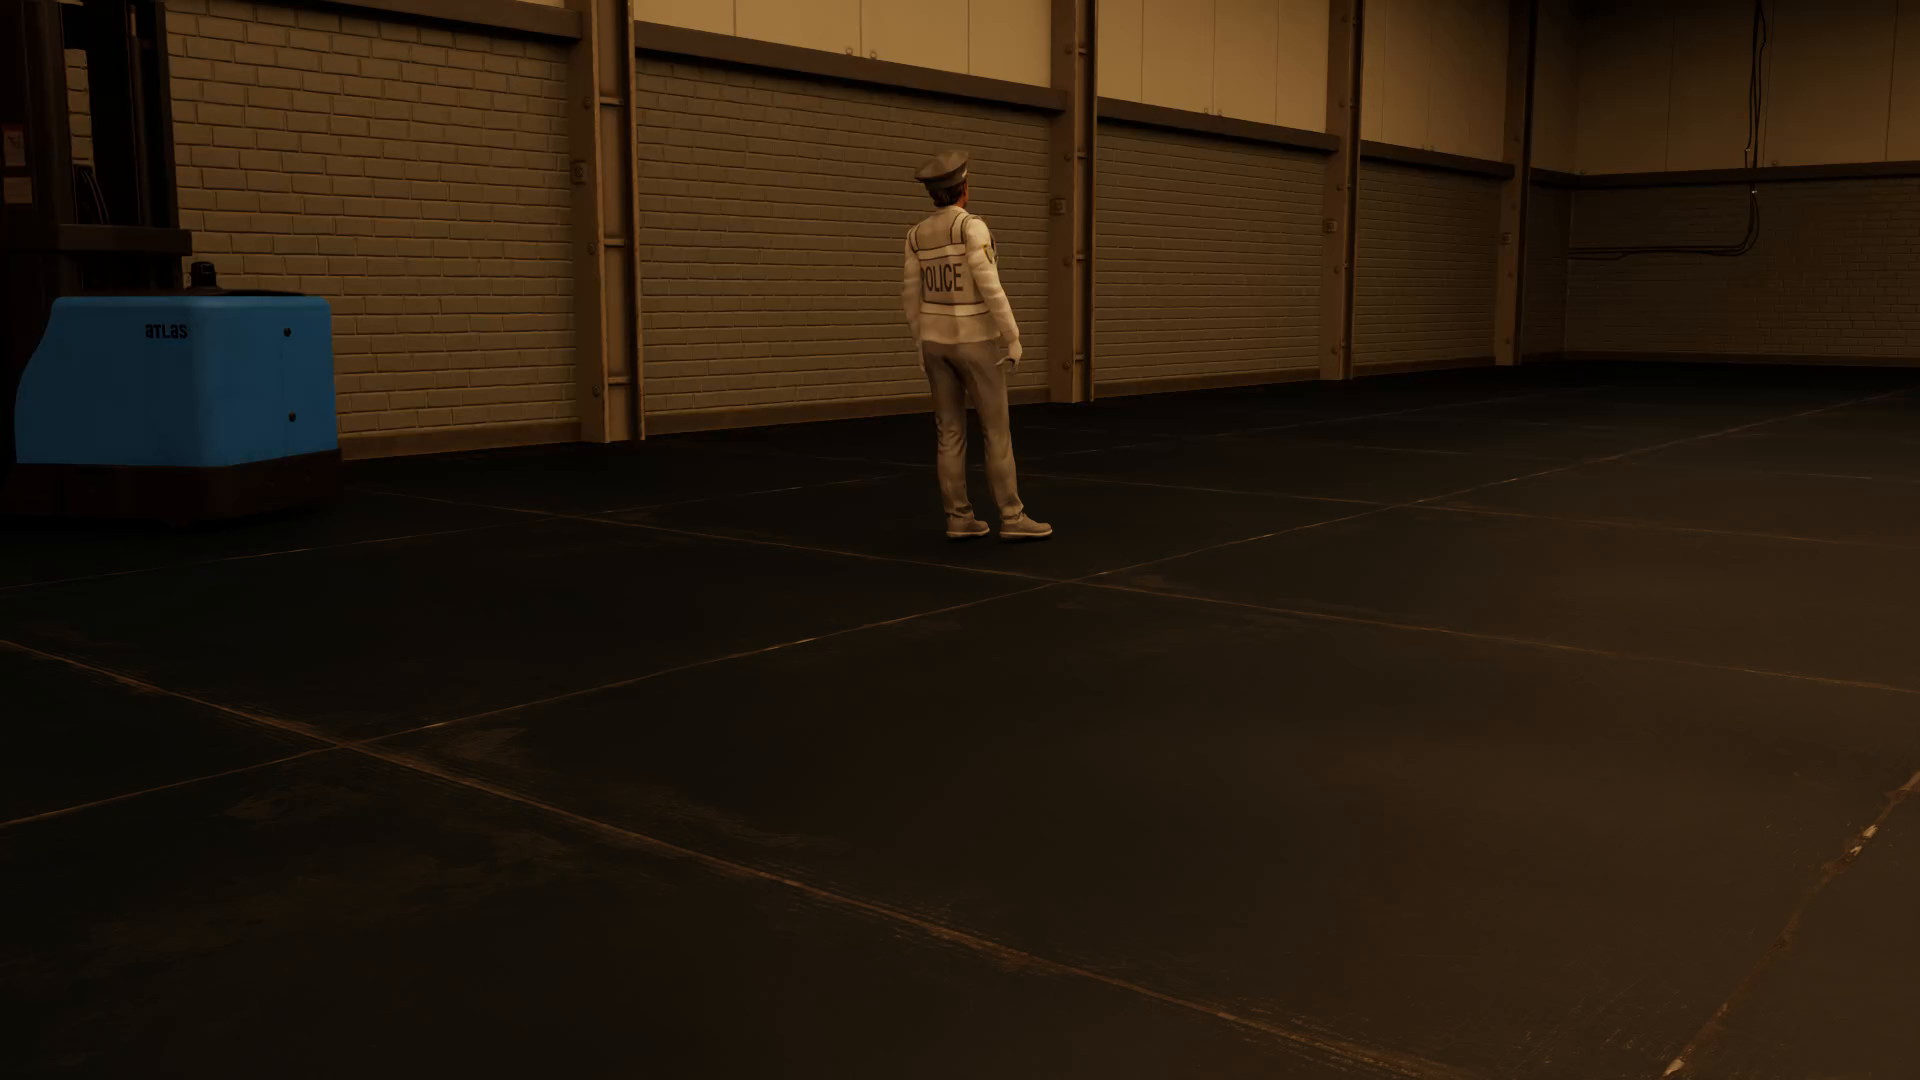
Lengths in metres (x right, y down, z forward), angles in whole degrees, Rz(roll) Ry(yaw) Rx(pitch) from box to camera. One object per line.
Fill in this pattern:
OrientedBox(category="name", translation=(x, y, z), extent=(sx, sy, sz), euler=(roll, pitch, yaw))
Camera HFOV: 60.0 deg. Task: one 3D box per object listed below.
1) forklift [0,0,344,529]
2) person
OrientedBox(category="forklift", translation=(-4.699, -1.584, 8.105), extent=(3.031, 2.935, 1.130), euler=(2, 9, 12))
OrientedBox(category="person", translation=(0.047, -0.853, 7.329), extent=(0.587, 1.696, 0.534), euler=(7, 11, 38))
